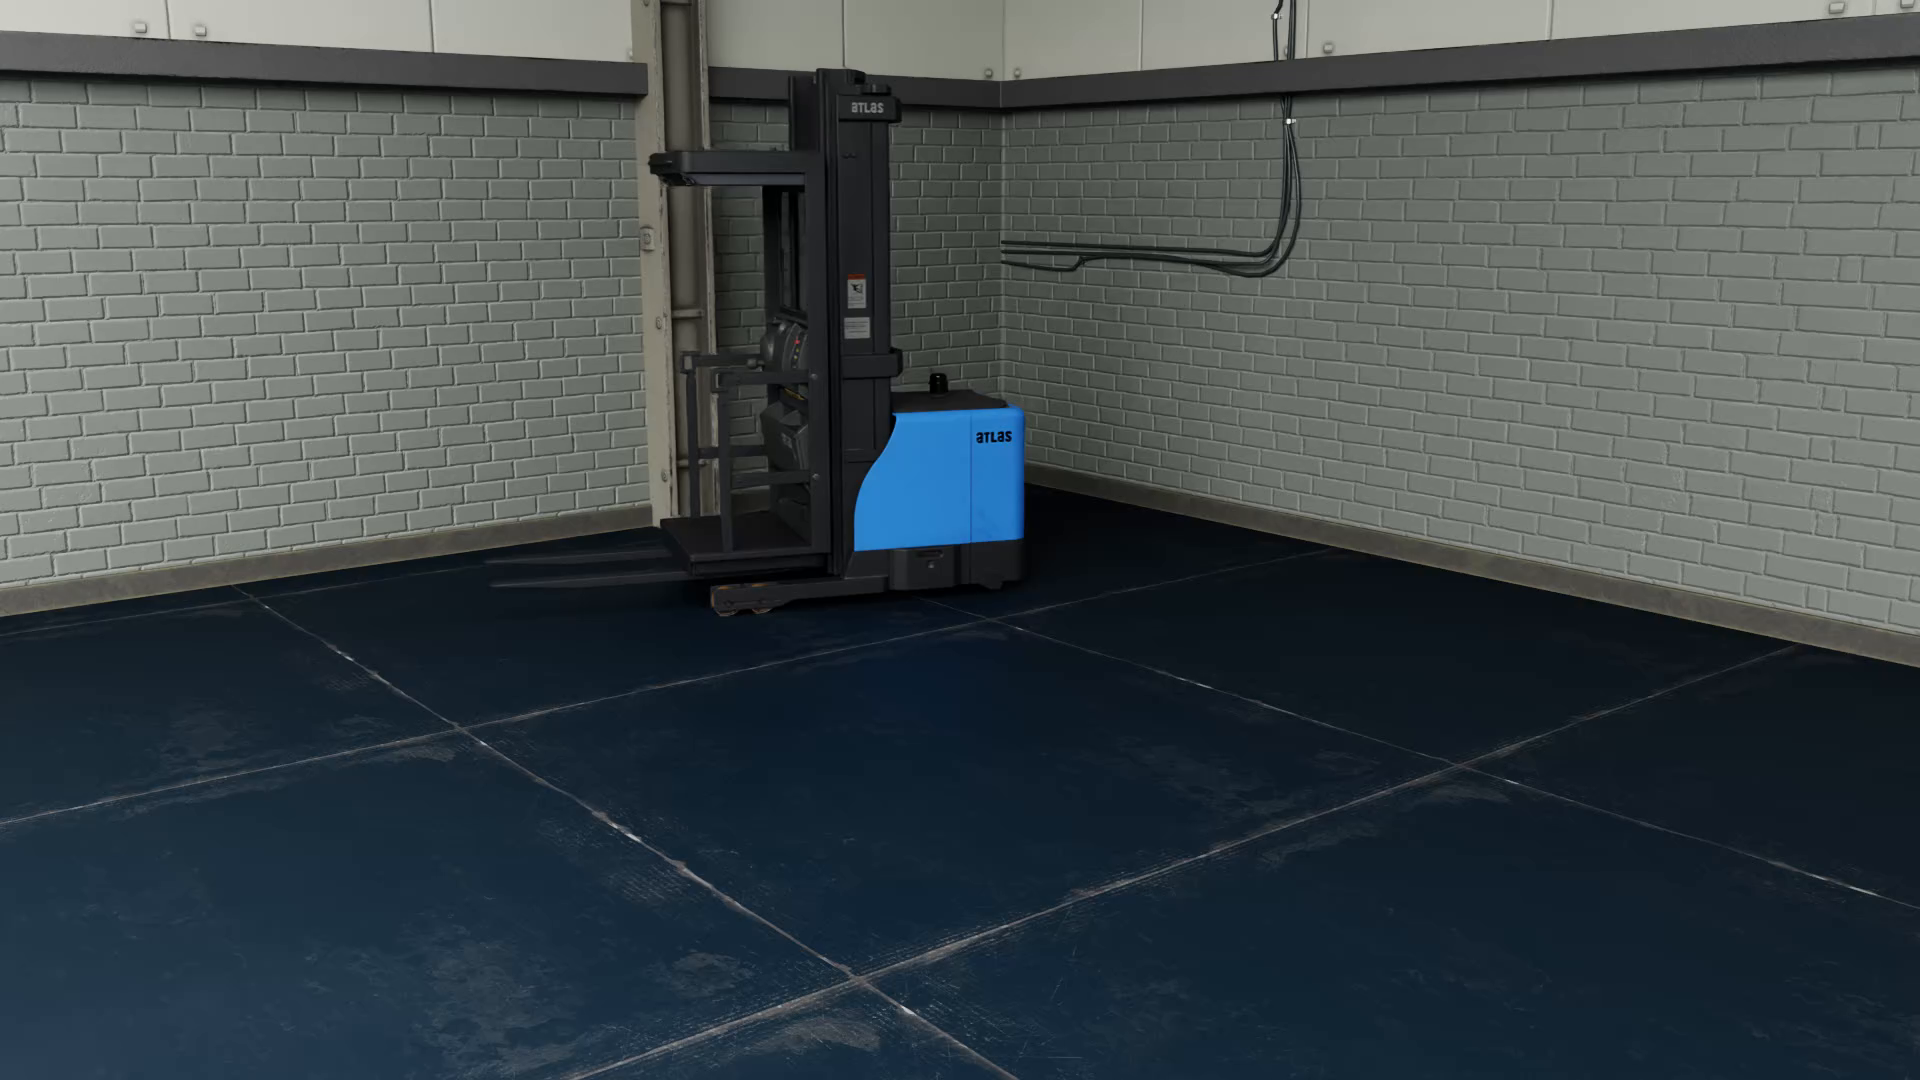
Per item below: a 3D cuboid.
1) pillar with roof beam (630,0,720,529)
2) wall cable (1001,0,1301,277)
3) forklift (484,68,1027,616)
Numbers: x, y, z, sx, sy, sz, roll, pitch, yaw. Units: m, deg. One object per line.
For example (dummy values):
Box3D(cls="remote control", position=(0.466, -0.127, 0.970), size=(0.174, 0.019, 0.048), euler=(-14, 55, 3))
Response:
Box3D(cls="pillar with roof beam", position=(0.779, -3.808, 7.395), size=(0.400, 9.000, 9.100), euler=(-9, 15, -38))
Box3D(cls="wall cable", position=(1.216, -3.155, 11.796), size=(0.112, 2.526, 3.097), euler=(-9, 15, -38))
Box3D(cls="forklift", position=(-1.184, -1.136, 9.424), size=(3.031, 2.935, 1.130), euler=(-4, 13, -18))
